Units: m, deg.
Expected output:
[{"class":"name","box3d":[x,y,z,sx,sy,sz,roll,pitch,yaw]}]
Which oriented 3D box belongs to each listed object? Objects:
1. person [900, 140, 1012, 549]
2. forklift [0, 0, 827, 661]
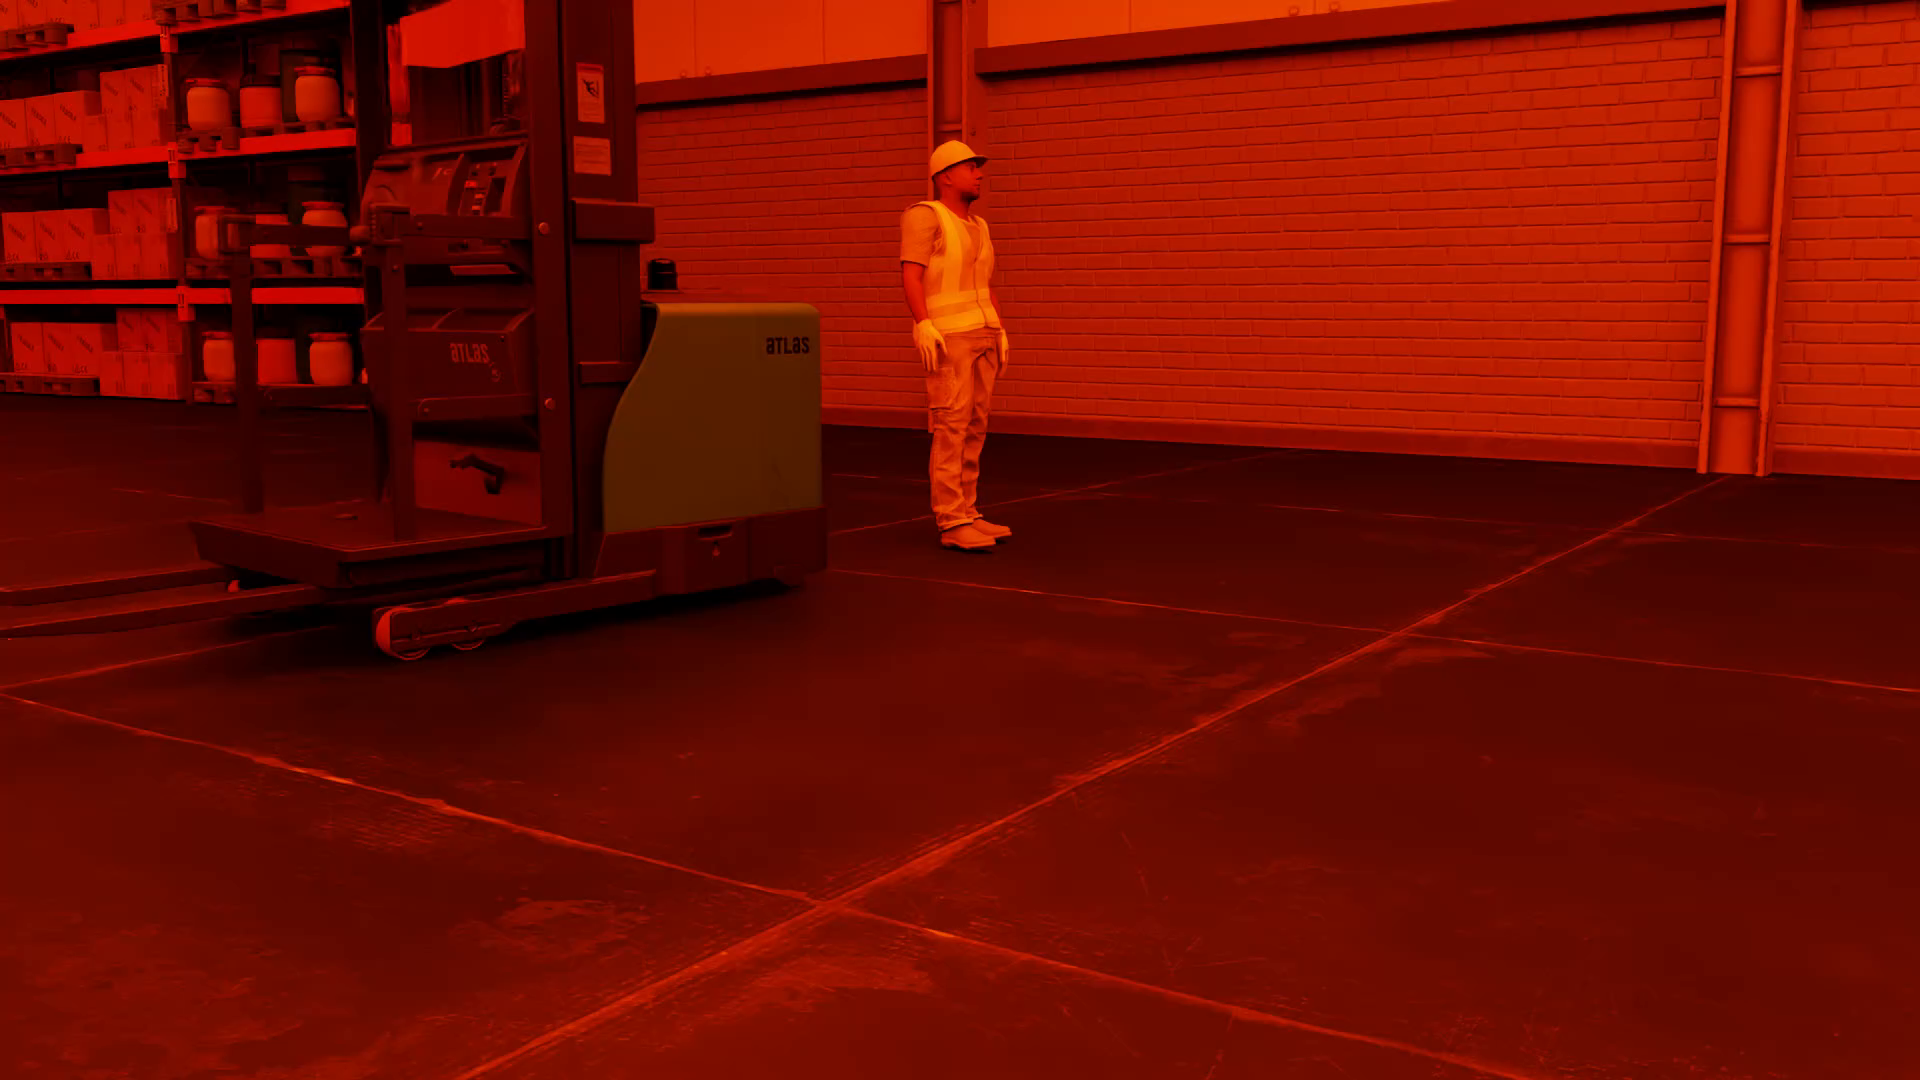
[{"class":"person","box3d":[0.056,-0.883,7.431,0.575,1.784,0.656,5,10,34]},{"class":"forklift","box3d":[-1.866,-1.166,5.390,1.130,2.935,3.031,7,11,41]}]
